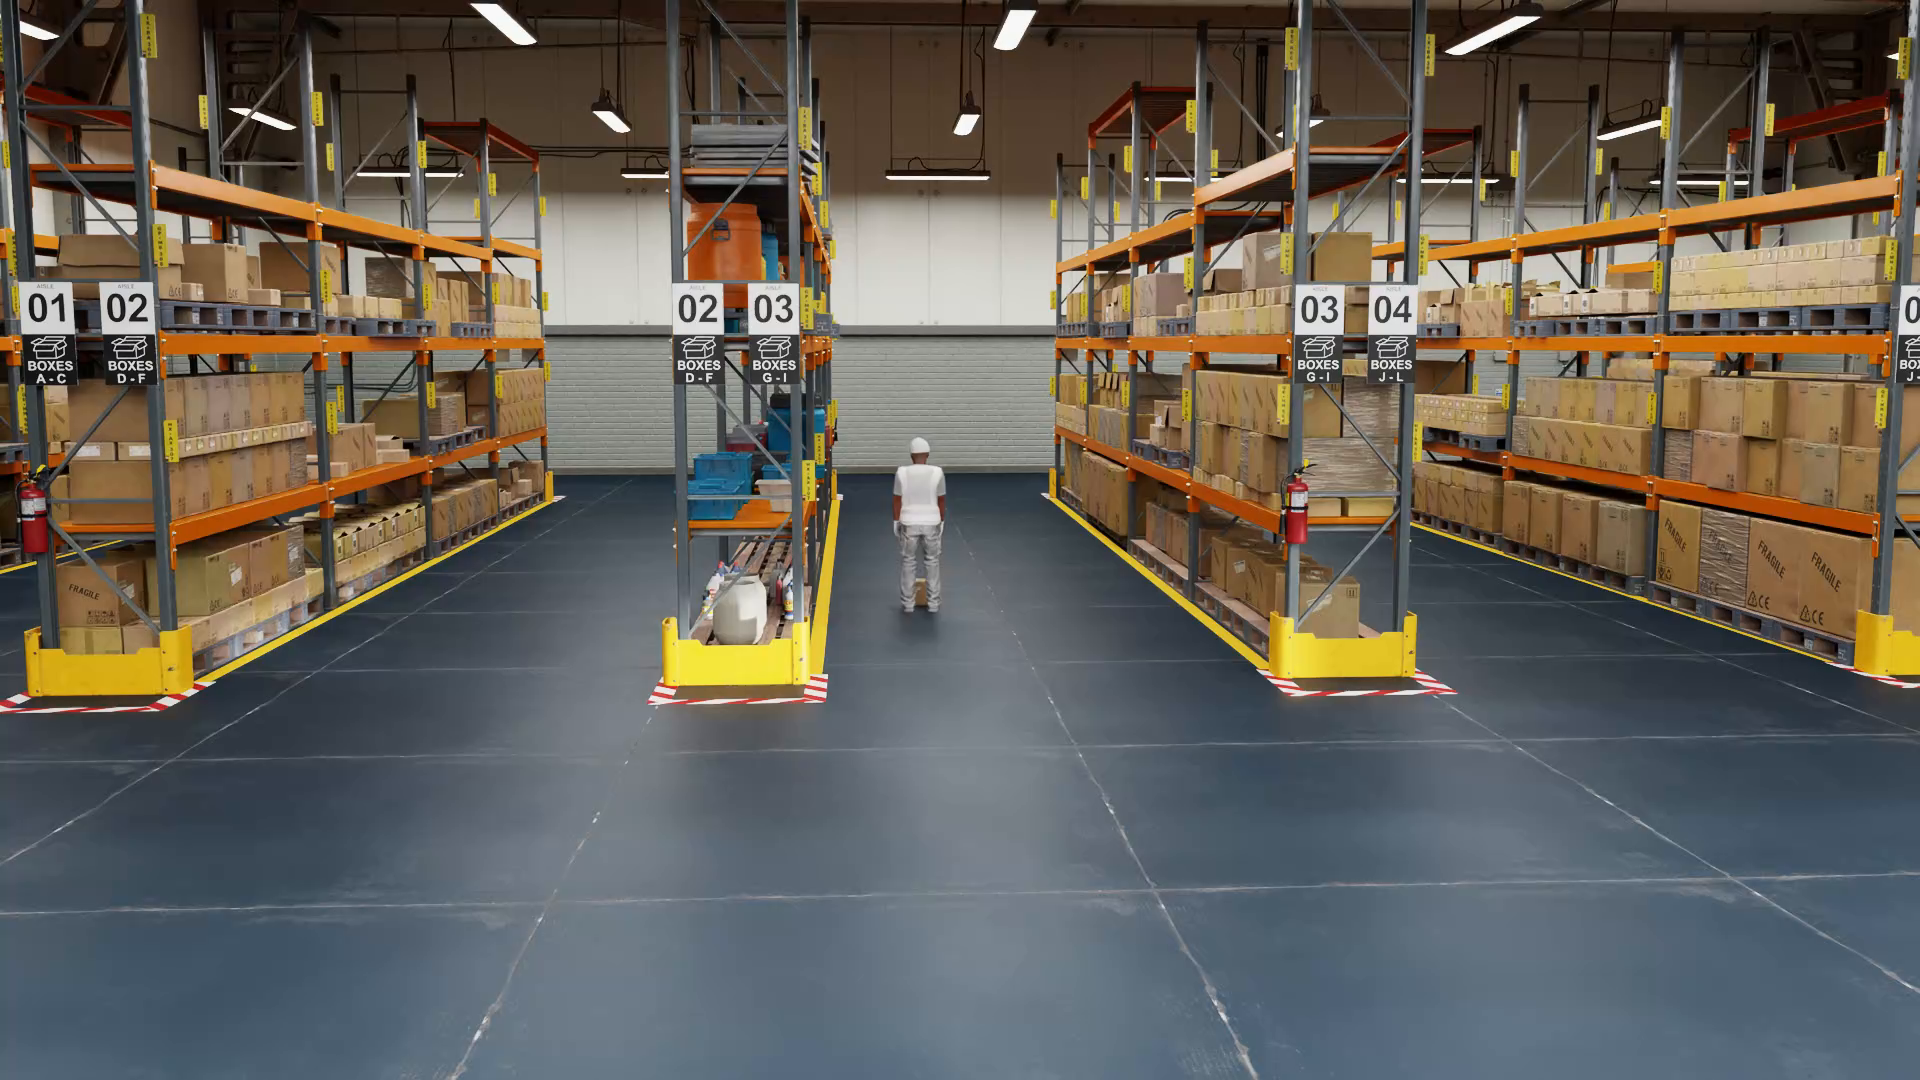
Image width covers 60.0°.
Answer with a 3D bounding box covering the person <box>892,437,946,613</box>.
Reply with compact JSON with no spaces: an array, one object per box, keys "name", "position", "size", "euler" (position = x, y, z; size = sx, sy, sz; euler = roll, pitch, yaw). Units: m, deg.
[{"name":"person","position":[-0.417,-0.157,16.970],"size":[0.545,1.782,0.359],"euler":[0,7,-2]}]
